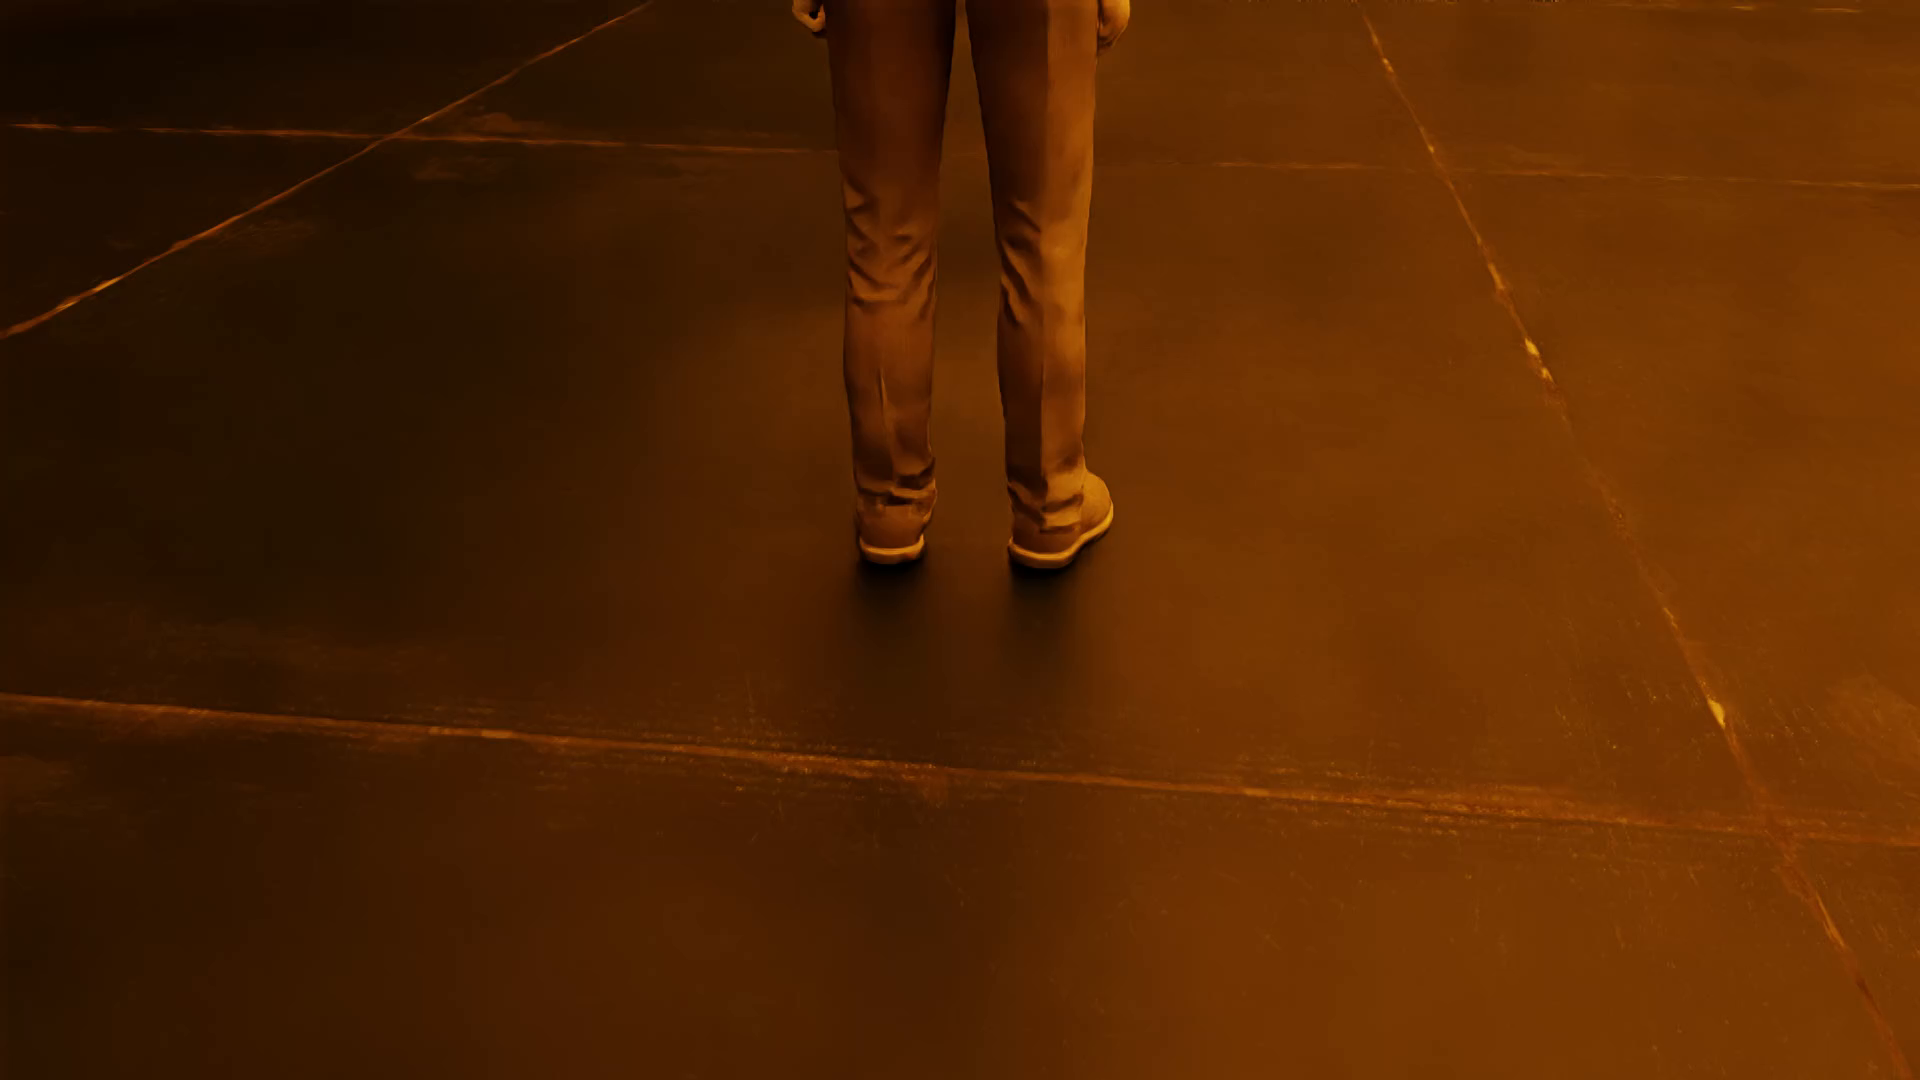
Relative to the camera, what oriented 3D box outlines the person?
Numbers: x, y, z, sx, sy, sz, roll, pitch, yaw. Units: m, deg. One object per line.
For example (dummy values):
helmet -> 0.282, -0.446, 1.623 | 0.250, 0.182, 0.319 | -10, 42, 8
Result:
person -> 0.001, -0.761, 2.137 | 0.463, 1.692, 0.337 | 3, 27, 7
